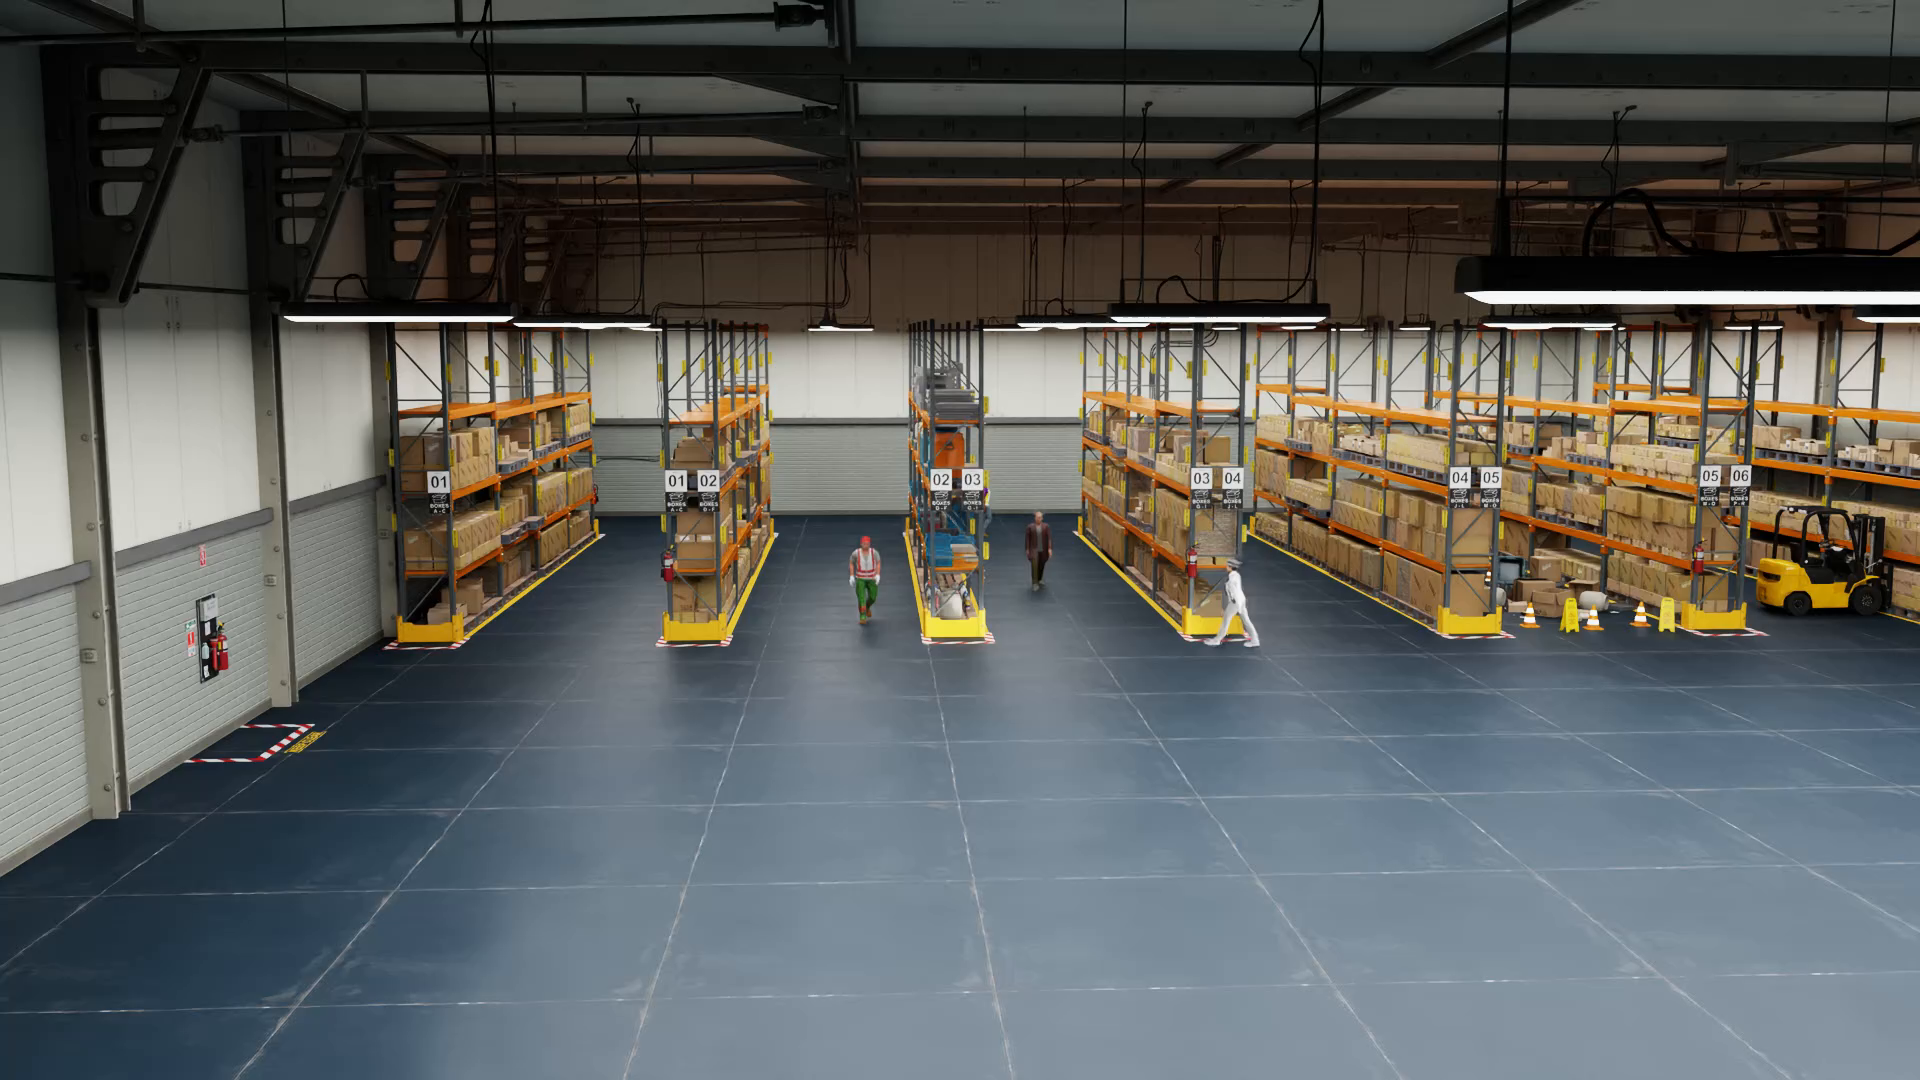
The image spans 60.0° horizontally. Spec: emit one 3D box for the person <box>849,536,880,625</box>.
[{"bbox_3d":[-1.901,0.769,33.128,0.620,1.764,0.674,-1,7,-10],"label":"person"}]

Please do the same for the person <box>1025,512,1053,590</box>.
[{"bbox_3d":[1.794,0.221,37.420,0.578,1.707,1.143,-1,7,-8],"label":"person"}]

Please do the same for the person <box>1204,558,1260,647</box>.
[{"bbox_3d":[5.007,1.138,30.480,0.994,1.603,0.529,3,8,20],"label":"person"}]

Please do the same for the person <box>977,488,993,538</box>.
[{"bbox_3d":[0.679,-0.954,46.996,0.414,1.771,0.611,-2,7,-16],"label":"person"}]
